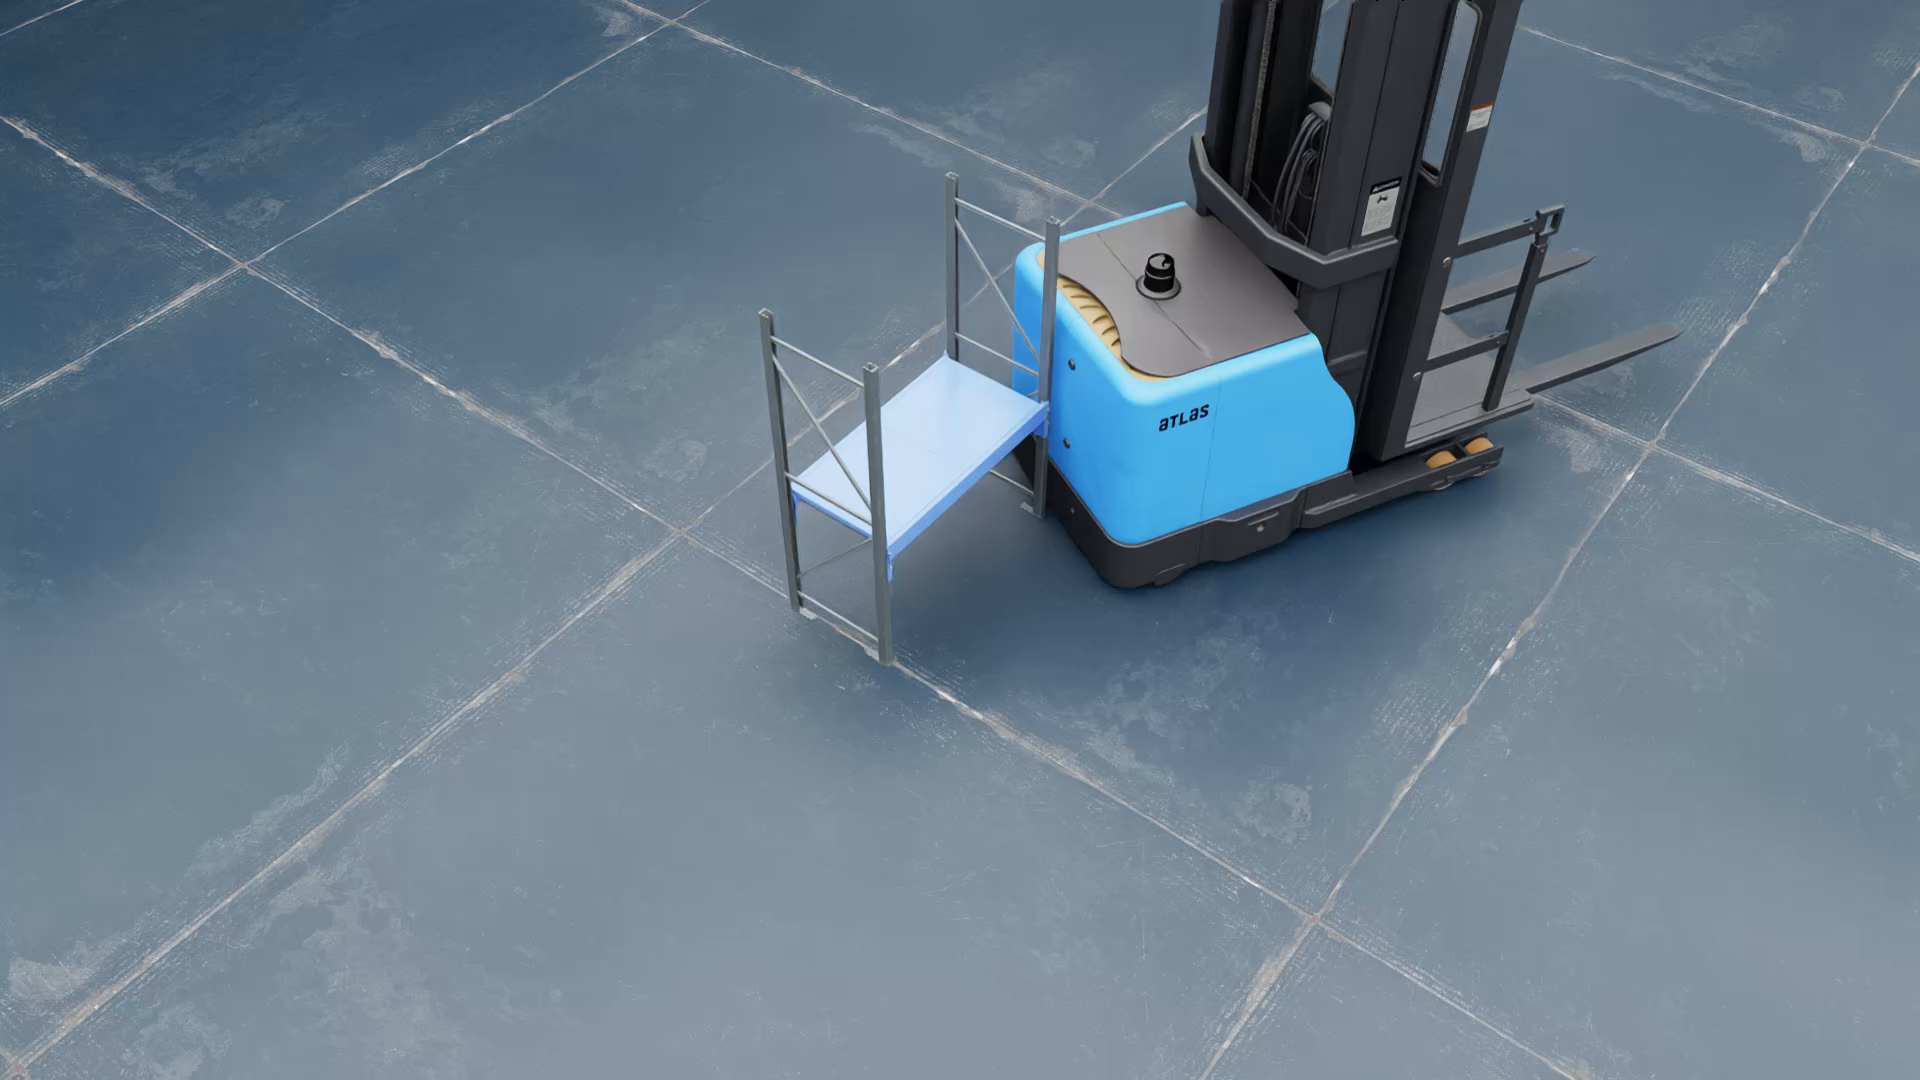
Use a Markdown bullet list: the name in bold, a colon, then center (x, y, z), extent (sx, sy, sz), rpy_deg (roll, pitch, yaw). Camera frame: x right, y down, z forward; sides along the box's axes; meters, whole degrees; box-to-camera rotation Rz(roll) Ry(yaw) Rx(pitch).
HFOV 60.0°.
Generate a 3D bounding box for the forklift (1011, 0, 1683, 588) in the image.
- **forklift**: center (1.761, -1.556, 6.374), extent (3.031, 2.935, 1.130), rpy_deg (-19, 49, -17)

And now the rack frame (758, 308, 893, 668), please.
- **rack frame**: center (-0.469, -0.142, 6.013), extent (0.500, 1.500, 0.032), rpy_deg (29, 53, 25)

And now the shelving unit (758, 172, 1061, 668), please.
- **shelving unit**: center (-0.158, -0.433, 6.291), extent (0.538, 1.500, 1.048), rpy_deg (29, 53, 25)

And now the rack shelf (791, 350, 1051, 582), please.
- **rack shelf**: center (-0.158, -0.309, 6.421), extent (0.538, 0.185, 1.000), rpy_deg (29, 53, 25)

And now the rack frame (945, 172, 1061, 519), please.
- **rack frame**: center (0.152, -0.724, 6.569), extent (0.500, 1.500, 0.032), rpy_deg (29, 53, 25)
